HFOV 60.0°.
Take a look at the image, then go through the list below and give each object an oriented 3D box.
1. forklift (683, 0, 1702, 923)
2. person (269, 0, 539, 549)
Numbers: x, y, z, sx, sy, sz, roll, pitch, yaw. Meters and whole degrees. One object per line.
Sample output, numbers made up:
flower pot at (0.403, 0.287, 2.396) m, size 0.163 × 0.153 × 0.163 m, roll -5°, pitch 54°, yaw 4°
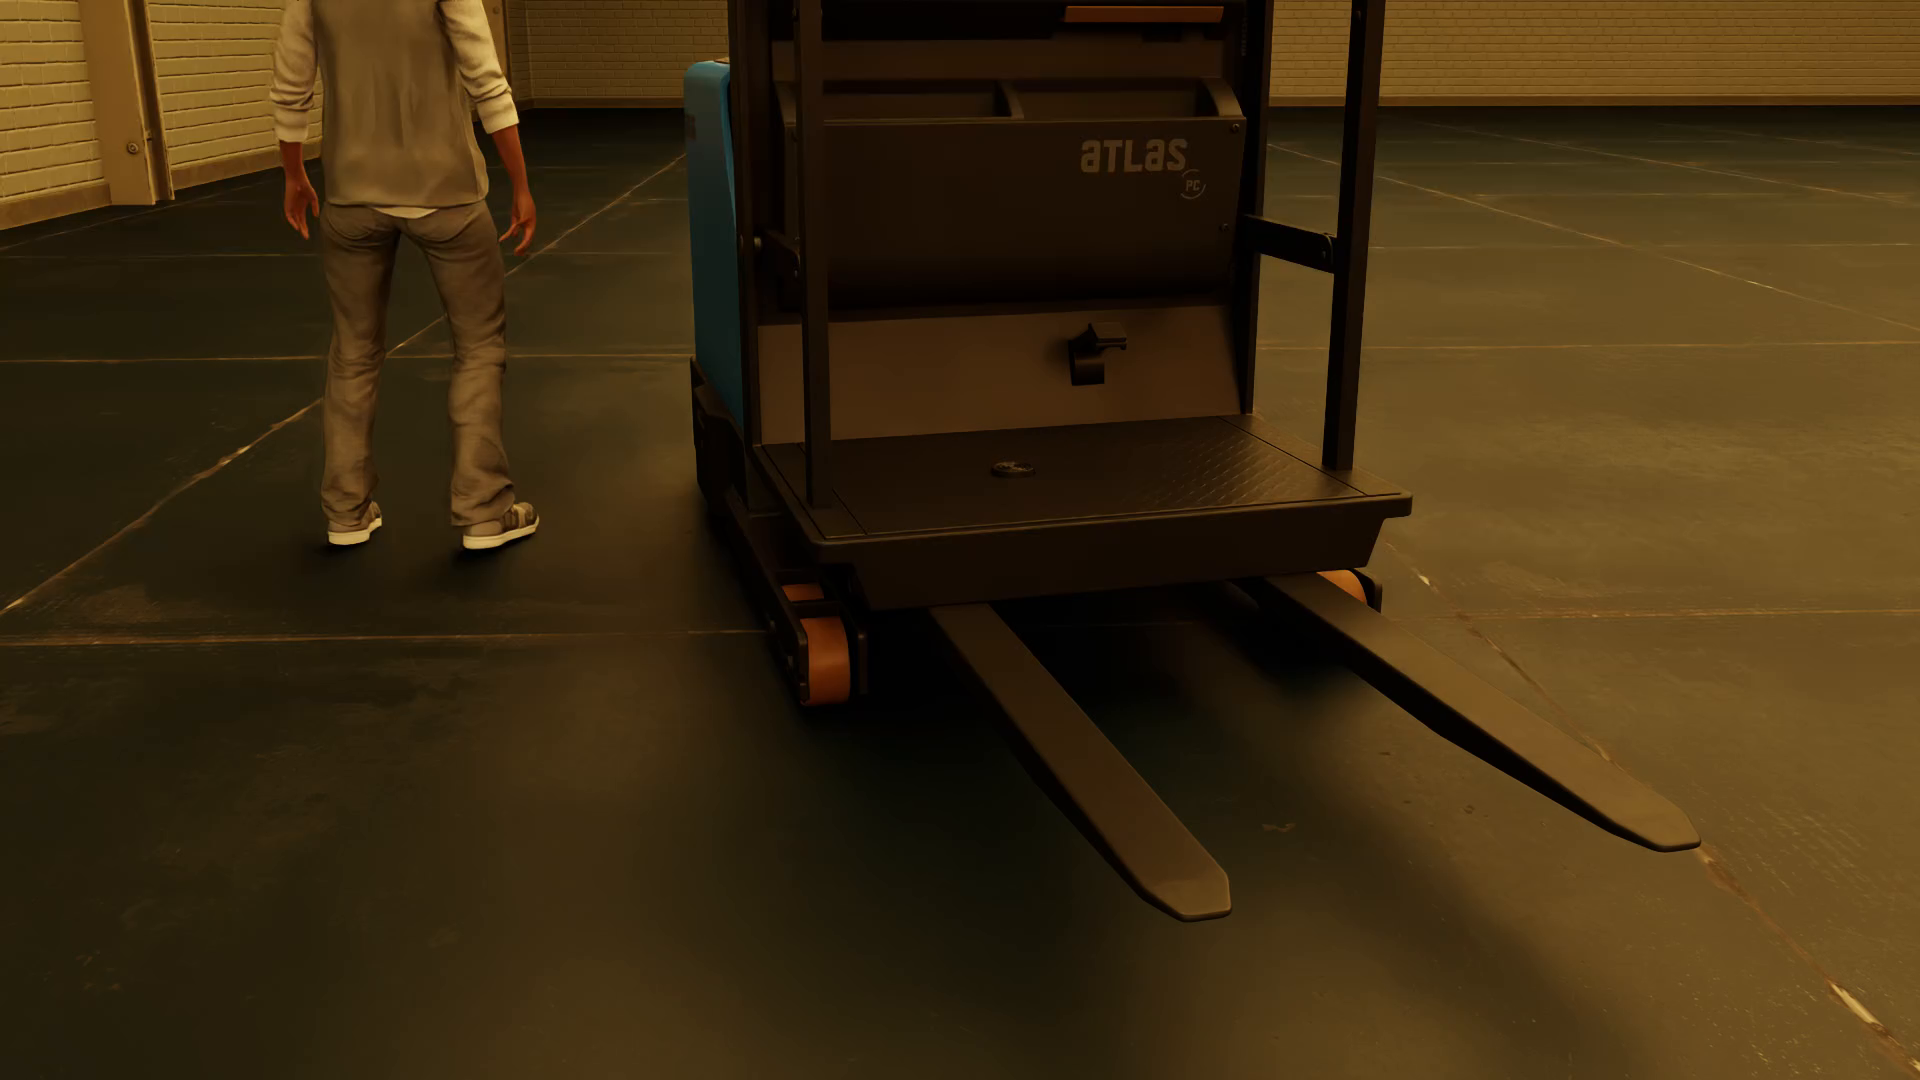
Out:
forklift at (0.162, -1.229, 2.926) m, size 1.130 × 2.935 × 3.031 m, roll -5°, pitch 18°, yaw -15°
person at (-1.213, -0.753, 3.672) m, size 0.571 × 1.587 × 0.359 m, roll 1°, pitch 17°, yaw 2°
